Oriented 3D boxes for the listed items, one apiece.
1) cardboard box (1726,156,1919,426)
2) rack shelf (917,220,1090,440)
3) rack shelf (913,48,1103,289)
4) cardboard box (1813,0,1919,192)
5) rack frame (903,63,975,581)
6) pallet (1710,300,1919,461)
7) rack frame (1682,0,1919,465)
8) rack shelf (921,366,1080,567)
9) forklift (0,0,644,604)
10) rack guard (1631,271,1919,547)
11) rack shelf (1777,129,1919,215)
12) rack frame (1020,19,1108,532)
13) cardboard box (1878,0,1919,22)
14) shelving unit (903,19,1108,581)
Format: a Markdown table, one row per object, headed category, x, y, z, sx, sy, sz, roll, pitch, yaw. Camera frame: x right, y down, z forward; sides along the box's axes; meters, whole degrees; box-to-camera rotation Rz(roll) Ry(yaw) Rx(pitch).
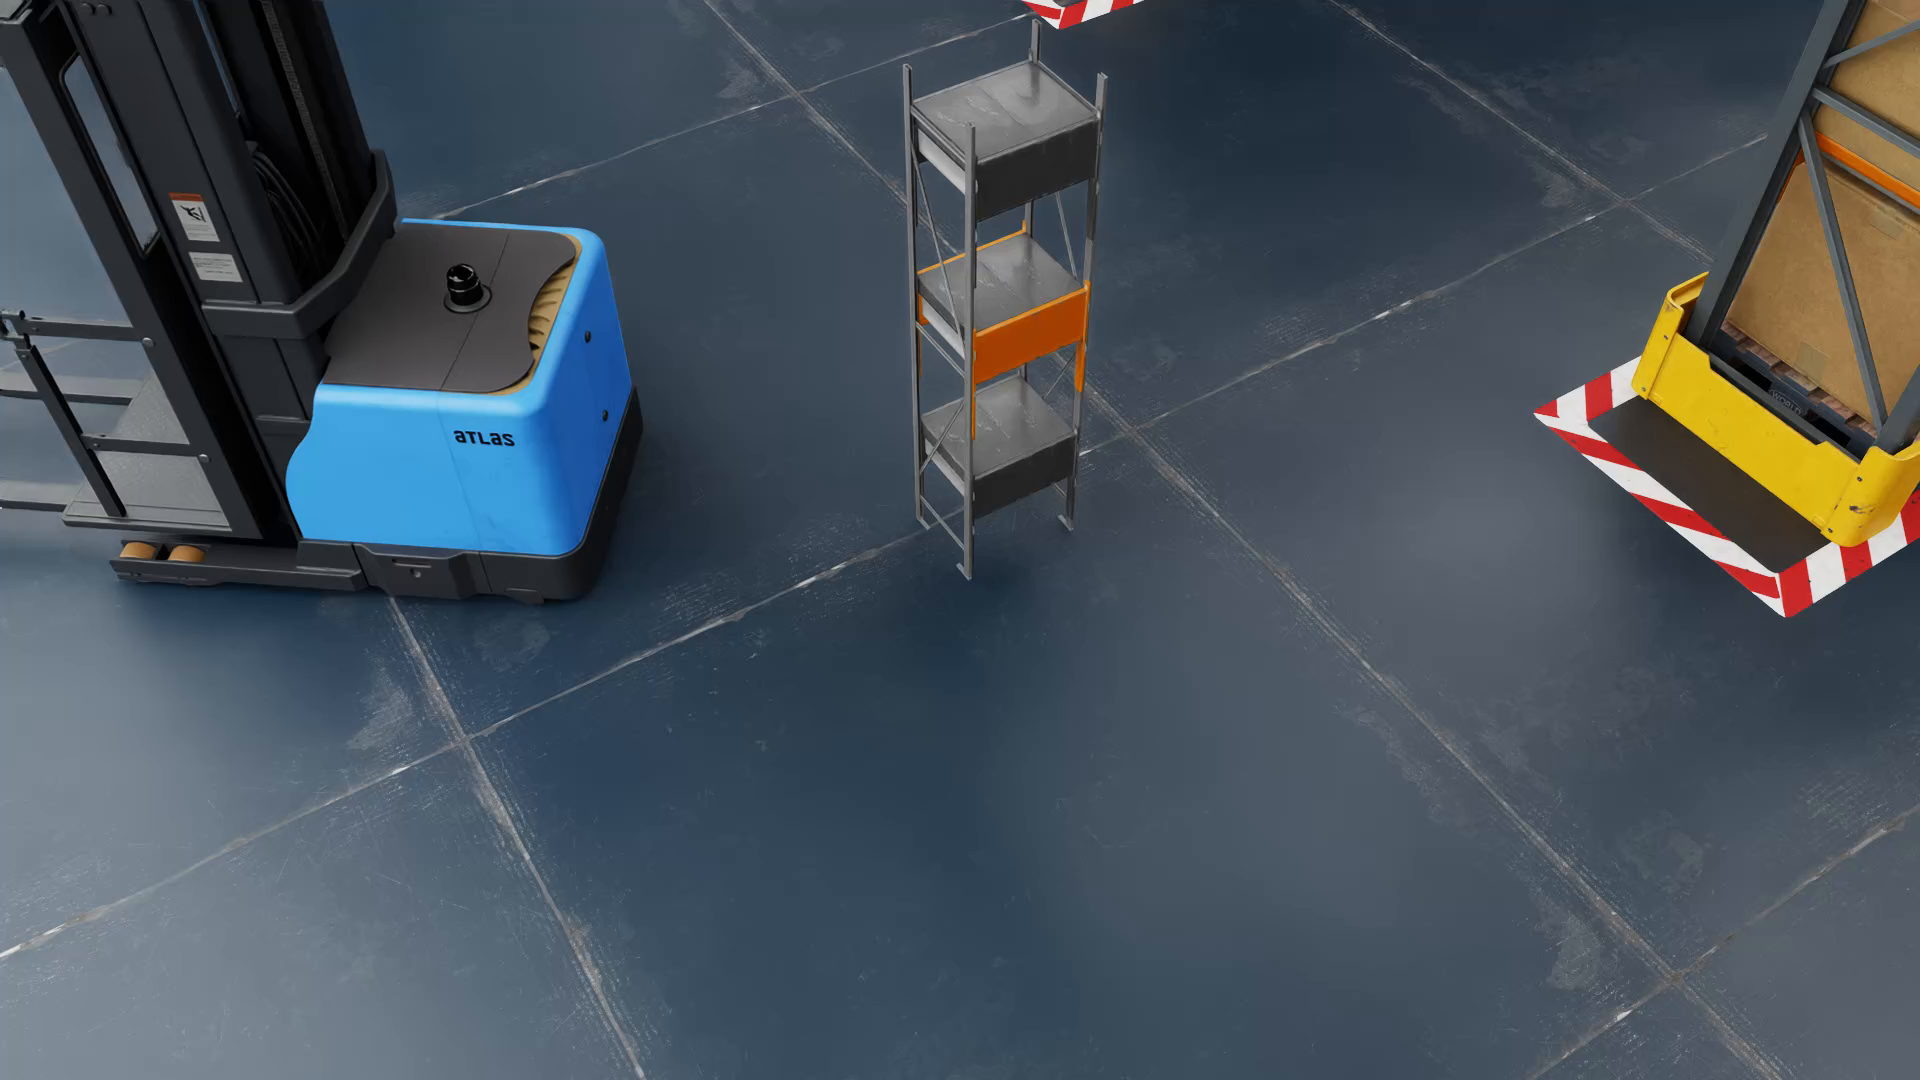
| category | x | y | z | sx | sy | sz | roll | pitch | yaw |
| --- | --- | --- | --- | --- | --- | --- | --- | --- | --- |
| cardboard box | 3.937 | -1.141 | 6.845 | 0.875 | 0.875 | 0.875 | -25 | 53 | -21 |
| rack shelf | 0.140 | -0.755 | 5.980 | 0.480 | 0.518 | 0.431 | -25 | 53 | -21 |
| rack shelf | 0.140 | -1.221 | 5.457 | 0.480 | 0.518 | 0.431 | -25 | 53 | -21 |
| cardboard box | 3.689 | -1.623 | 6.031 | 0.550 | 0.550 | 0.875 | -25 | 53 | -21 |
| rack frame | -0.066 | -0.667 | 5.883 | 0.015 | 2.100 | 0.400 | -25 | 53 | -21 |
| pallet | 4.034 | -0.837 | 7.299 | 1.213 | 0.211 | 1.003 | -25 | 53 | -21 |
| rack frame | 3.399 | -1.396 | 5.930 | 0.127 | 3.000 | 1.000 | -25 | 53 | -21 |
| rack shelf | 0.140 | -0.290 | 6.503 | 0.480 | 0.518 | 0.431 | -25 | 53 | -21 |
| forklift | -2.883 | -1.185 | 5.788 | 3.031 | 2.935 | 1.130 | 4 | 48 | 3 |
| rack guard | 3.379 | -0.555 | 6.855 | 0.348 | 0.500 | 1.175 | -25 | 53 | -21 |
| rack shelf | 5.091 | -1.954 | 6.909 | 4.000 | 0.370 | 1.077 | -25 | 53 | -21 |
| rack frame | 0.346 | -0.861 | 6.057 | 0.015 | 2.100 | 0.400 | -25 | 53 | -21 |
| cardboard box | 3.734 | -1.929 | 5.581 | 0.550 | 0.550 | 0.875 | -25 | 53 | -21 |
| shelving unit | 0.140 | -0.764 | 5.970 | 0.503 | 2.100 | 0.431 | -25 | 53 | -21 |
